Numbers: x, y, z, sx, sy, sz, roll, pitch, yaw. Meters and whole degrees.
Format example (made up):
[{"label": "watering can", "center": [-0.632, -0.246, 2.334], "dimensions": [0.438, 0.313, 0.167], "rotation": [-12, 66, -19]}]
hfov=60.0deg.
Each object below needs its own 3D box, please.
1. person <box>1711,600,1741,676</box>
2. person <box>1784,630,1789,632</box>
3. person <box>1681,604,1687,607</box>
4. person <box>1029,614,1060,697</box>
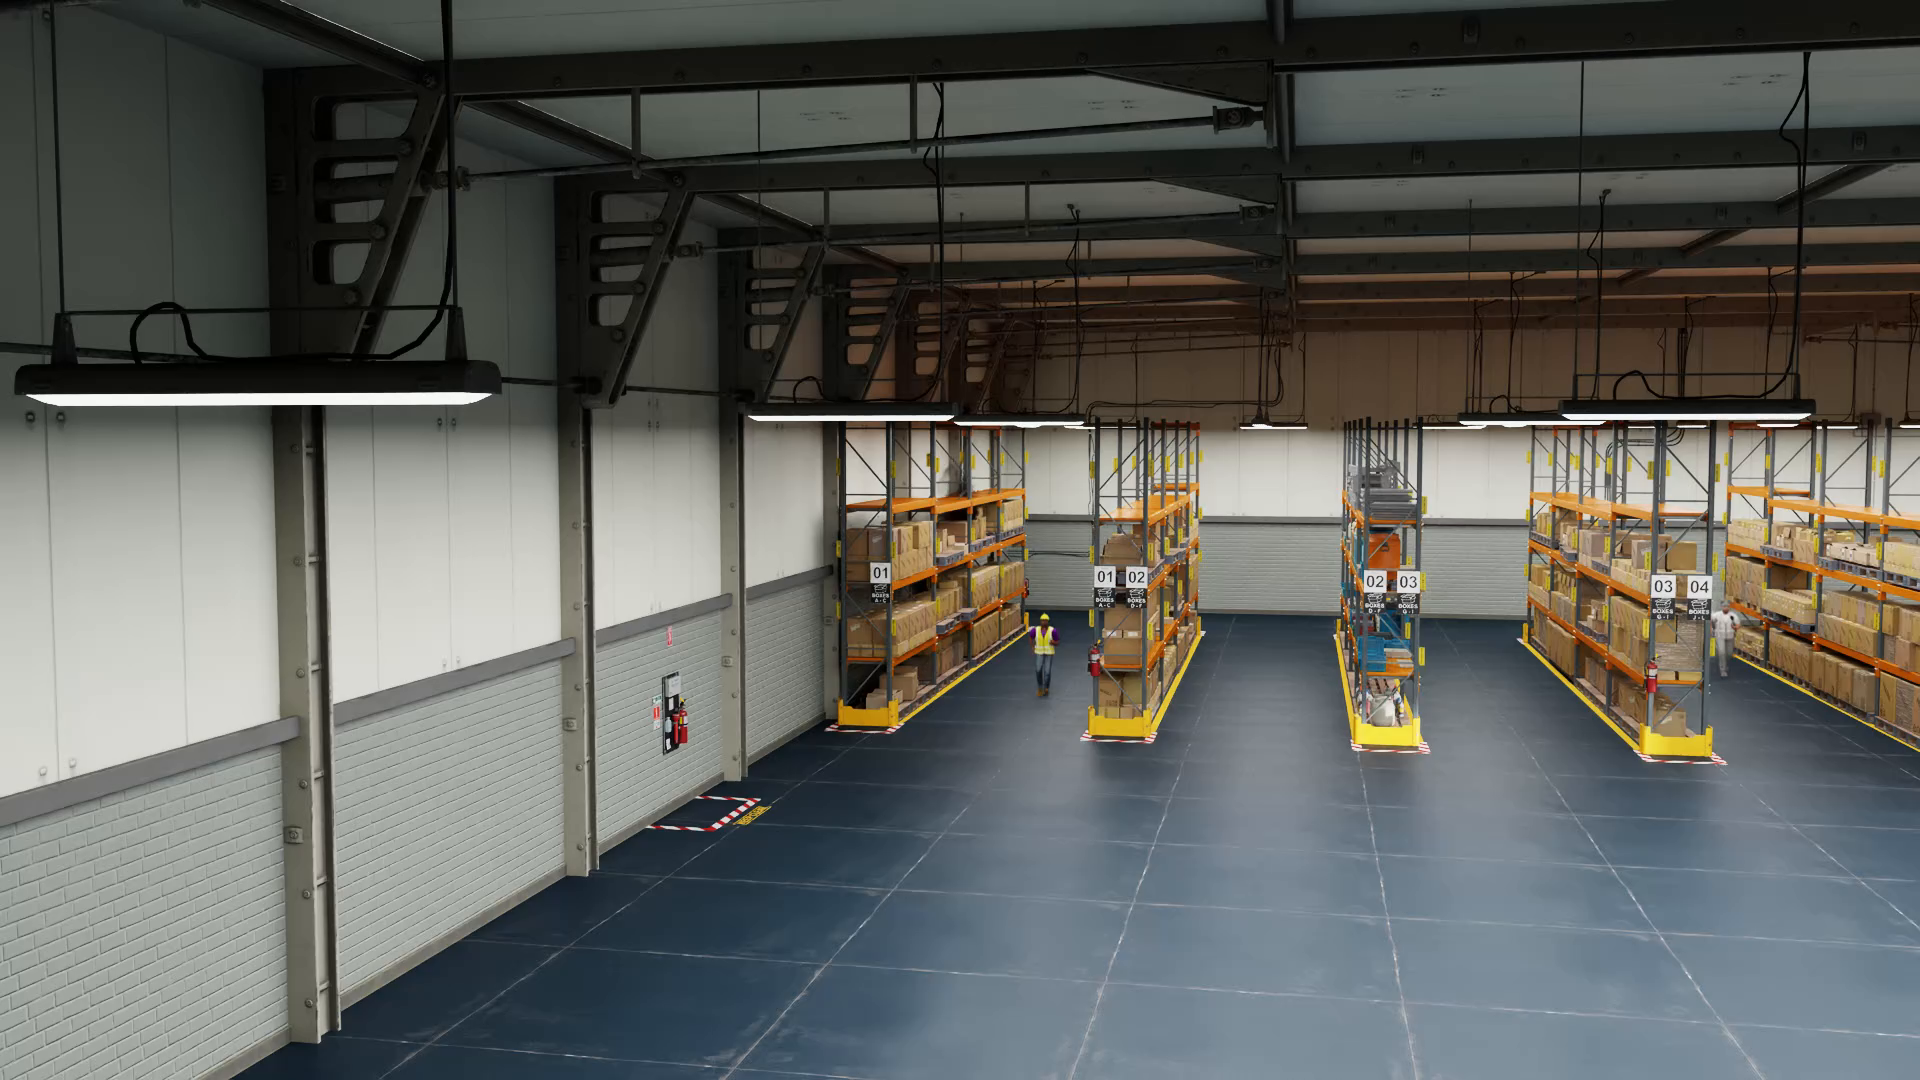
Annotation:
[{"label": "person", "center": [17.991, 2.287, 39.114], "dimensions": [0.668, 1.746, 0.983], "rotation": [1, 4, 13]}, {"label": "person", "center": [22.132, 2.051, 44.366], "dimensions": [0.718, 1.590, 0.527], "rotation": [-1, 4, -13]}, {"label": "person", "center": [19.447, 2.025, 44.901], "dimensions": [0.772, 1.600, 0.581], "rotation": [-4, 5, -44]}, {"label": "person", "center": [1.820, 2.513, 36.047], "dimensions": [0.675, 1.803, 0.689], "rotation": [0, 4, 4]}]
